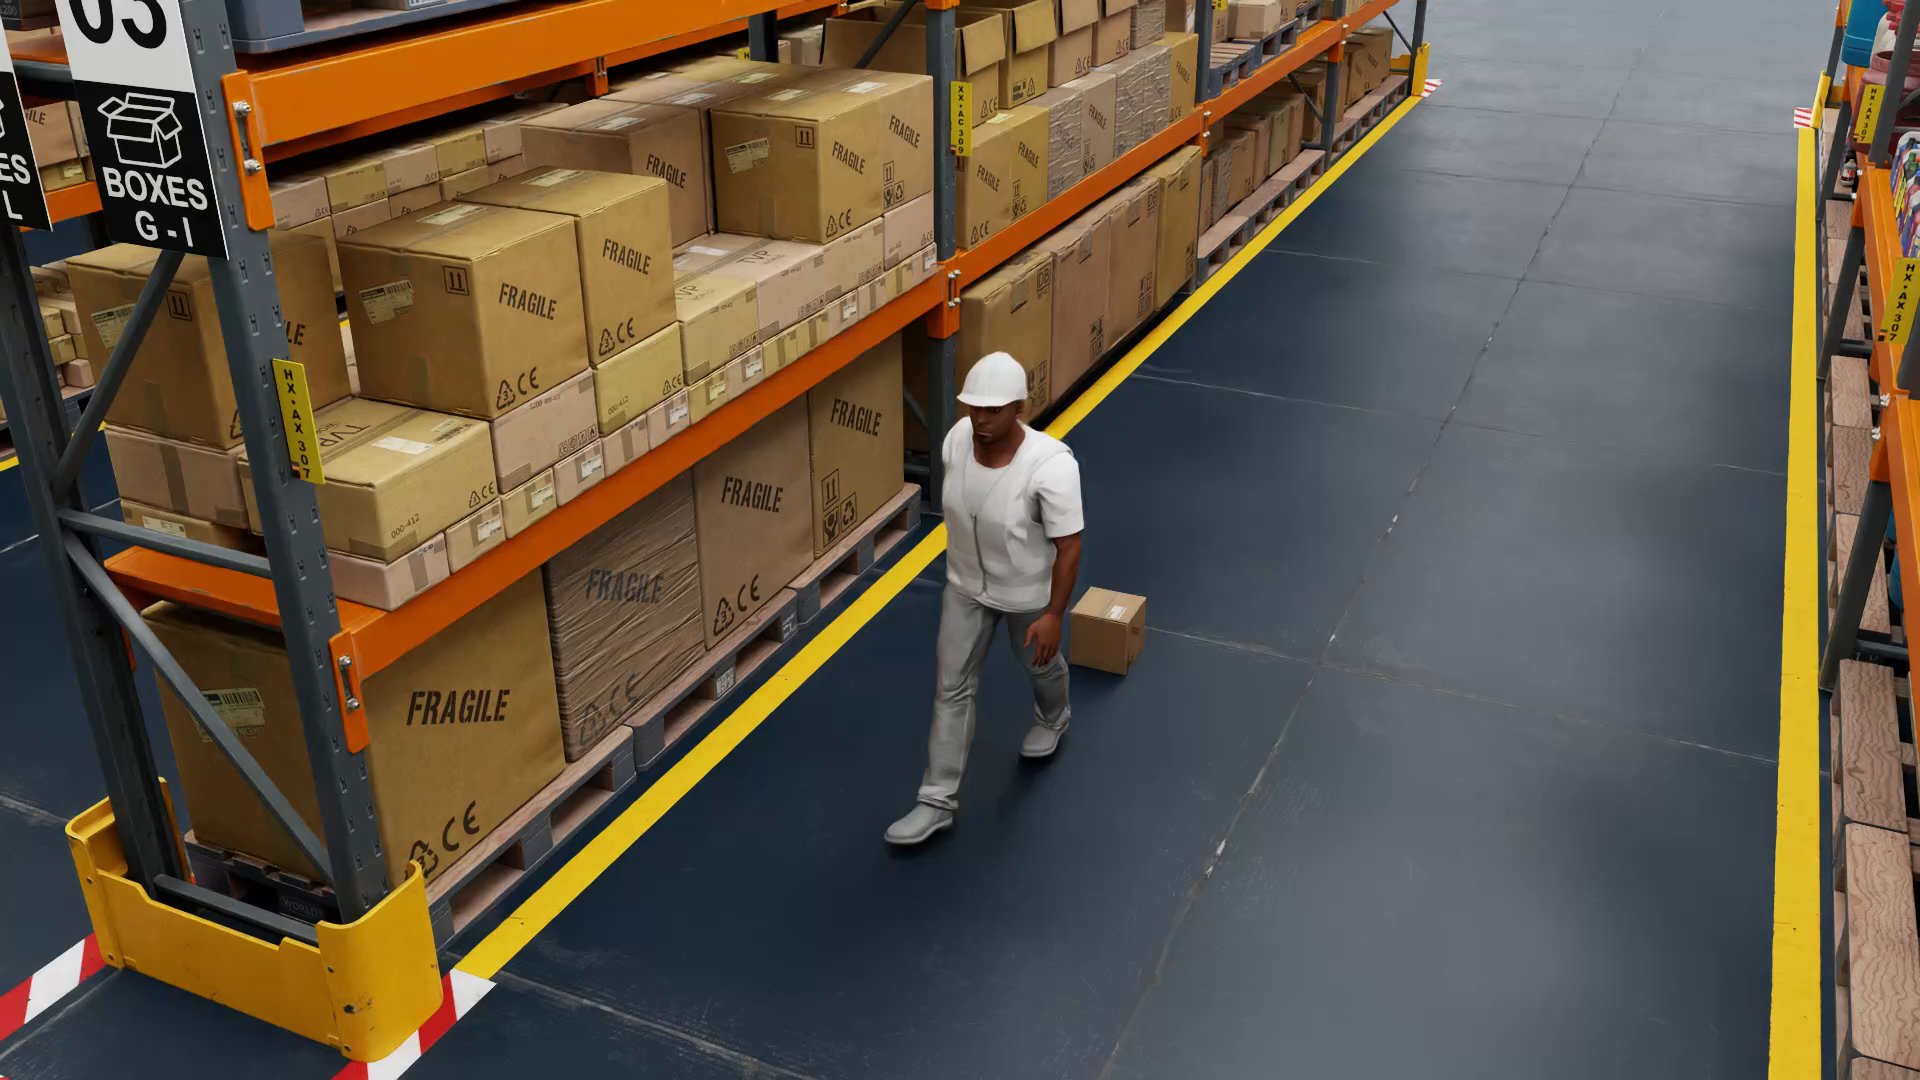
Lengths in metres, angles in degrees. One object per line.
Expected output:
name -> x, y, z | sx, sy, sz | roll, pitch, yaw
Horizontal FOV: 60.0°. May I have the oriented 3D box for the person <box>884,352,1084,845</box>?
person -> 0.132, 0.164, 5.744 | 0.603, 1.698, 1.052 | 13, 29, 25
